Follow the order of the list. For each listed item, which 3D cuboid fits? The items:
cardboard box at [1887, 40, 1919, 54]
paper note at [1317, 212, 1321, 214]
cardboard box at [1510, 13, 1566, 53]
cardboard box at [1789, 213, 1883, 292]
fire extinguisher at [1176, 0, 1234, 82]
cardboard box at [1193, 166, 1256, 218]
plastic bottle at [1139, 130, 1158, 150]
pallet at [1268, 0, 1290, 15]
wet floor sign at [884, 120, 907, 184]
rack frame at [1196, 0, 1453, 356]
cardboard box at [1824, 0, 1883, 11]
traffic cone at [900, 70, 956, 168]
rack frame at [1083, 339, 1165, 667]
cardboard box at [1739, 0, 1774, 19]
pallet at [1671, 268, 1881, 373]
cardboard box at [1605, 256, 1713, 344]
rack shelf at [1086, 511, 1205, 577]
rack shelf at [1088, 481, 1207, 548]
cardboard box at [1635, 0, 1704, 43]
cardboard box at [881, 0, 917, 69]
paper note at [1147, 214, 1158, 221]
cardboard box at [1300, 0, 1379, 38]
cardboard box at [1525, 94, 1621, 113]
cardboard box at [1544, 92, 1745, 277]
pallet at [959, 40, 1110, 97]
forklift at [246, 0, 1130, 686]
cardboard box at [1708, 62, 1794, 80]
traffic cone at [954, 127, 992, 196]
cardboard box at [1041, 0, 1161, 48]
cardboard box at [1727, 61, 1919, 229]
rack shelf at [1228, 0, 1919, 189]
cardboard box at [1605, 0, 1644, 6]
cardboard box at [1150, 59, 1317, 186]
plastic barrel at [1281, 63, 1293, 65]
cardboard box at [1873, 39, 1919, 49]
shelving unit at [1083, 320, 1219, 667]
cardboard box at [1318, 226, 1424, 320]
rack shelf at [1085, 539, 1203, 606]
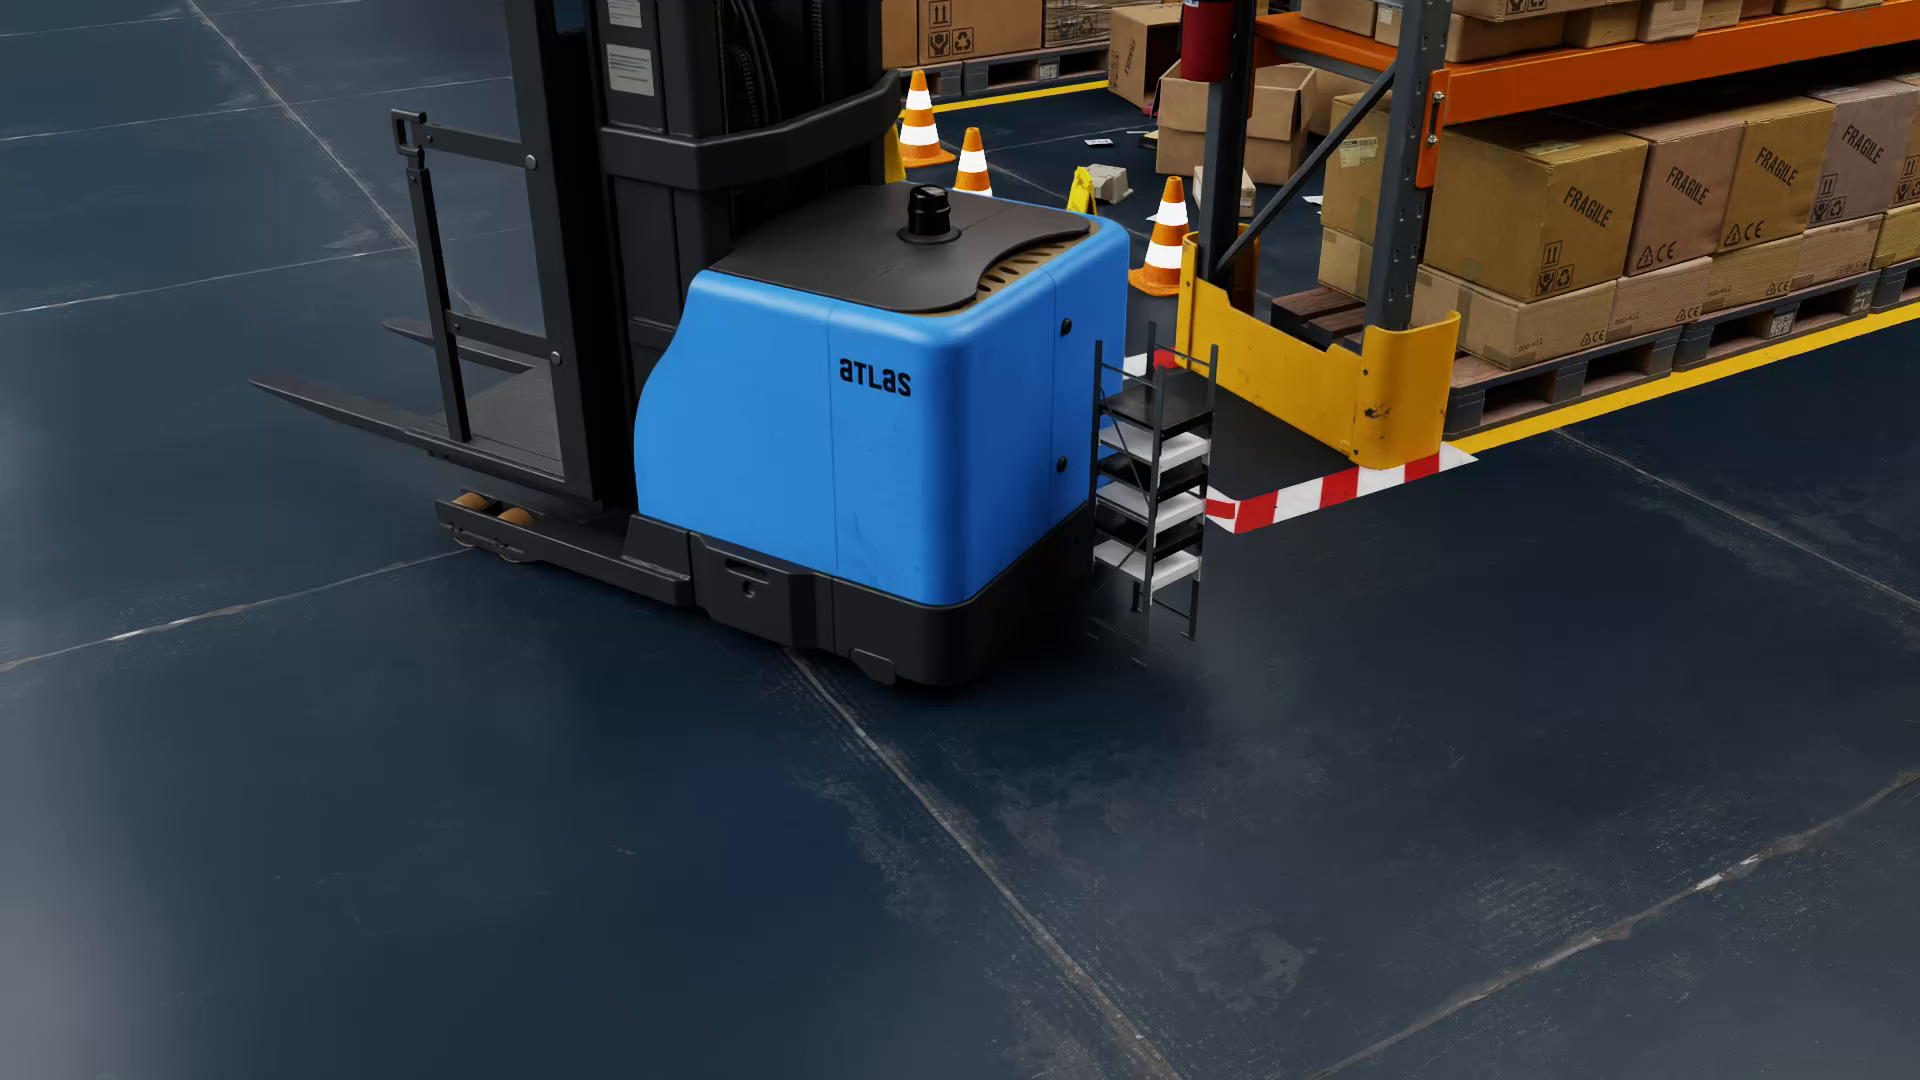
[{"bbox_3d":[4.271,-1.838,7.112,0.500,0.500,0.500,-16,33,-27],"label":"cardboard box"},{"bbox_3d":[1.811,-1.615,8.165,0.123,0.001,0.032,-16,33,-26],"label":"paper note"},{"bbox_3d":[1.805,-1.762,5.599,0.250,0.149,0.380,-15,32,-26],"label":"cardboard box"},{"bbox_3d":[3.377,-1.253,6.827,0.500,0.250,0.500,-15,32,-26],"label":"cardboard box"},{"bbox_3d":[0.864,-1.938,5.737,0.183,0.674,0.296,-16,33,-26],"label":"fire extinguisher"},{"bbox_3d":[1.302,-1.722,8.216,0.250,0.149,0.380,0,29,0],"label":"cardboard box"},{"bbox_3d":[1.126,-2.232,9.231,0.133,0.061,0.283,22,36,34],"label":"plastic bottle"},{"bbox_3d":[2.677,-3.823,11.960,1.213,0.211,1.003,-16,33,-26],"label":"pallet"},{"bbox_3d":[-0.420,-1.982,8.174,0.232,0.644,0.267,-22,36,-35],"label":"wet floor sign"},{"bbox_3d":[1.196,-1.808,5.421,0.127,3.000,1.000,-16,33,-26],"label":"rack frame"},{"bbox_3d":[3.209,-2.093,6.198,0.250,0.149,0.380,-16,32,-26],"label":"cardboard box"},{"bbox_3d":[-0.221,-2.273,8.889,0.334,0.463,0.336,-16,33,-26],"label":"traffic cone"},{"bbox_3d":[0.435,-0.086,4.475,0.006,0.900,0.240,-23,36,-35],"label":"rack frame"},{"bbox_3d":[2.720,-2.003,6.036,0.250,0.149,0.380,-15,32,-25],"label":"cardboard box"},{"bbox_3d":[3.031,-1.086,7.000,1.213,0.211,1.003,-16,33,-26],"label":"pallet"},{"bbox_3d":[2.476,-0.992,6.353,0.500,0.250,0.500,-15,32,-25],"label":"cardboard box"},{"bbox_3d":[0.511,-0.011,4.593,0.200,0.077,0.258,-23,36,-35],"label":"rack shelf"},{"bbox_3d":[0.511,-0.089,4.550,0.200,0.077,0.258,-23,36,-35],"label":"rack shelf"},{"bbox_3d":[2.316,-1.836,5.733,0.250,0.149,0.380,-15,32,-26],"label":"cardboard box"},{"bbox_3d":[-0.847,-3.292,9.875,0.875,0.875,0.875,-16,33,-26],"label":"cardboard box"},{"bbox_3d":[1.003,-1.568,8.060,0.148,0.019,0.142,22,36,34],"label":"paper note"},{"bbox_3d":[1.410,-1.878,5.809,0.250,0.149,0.380,-15,32,-25],"label":"cardboard box"},{"bbox_3d":[2.203,-1.550,6.589,0.500,0.500,0.500,-15,32,-25],"label":"cardboard box"},{"bbox_3d":[2.501,-1.334,6.198,0.500,0.500,0.500,-17,33,-28],"label":"cardboard box"},{"bbox_3d":[0.302,-3.149,10.738,1.213,0.211,1.003,-16,33,-26],"label":"pallet"},{"bbox_3d":[-1.035,-1.411,4.774,3.031,2.935,1.130,16,33,27],"label":"forklift"},{"bbox_3d":[3.096,-1.801,7.044,0.500,0.500,0.500,-14,32,-24],"label":"cardboard box"},{"bbox_3d":[0.058,-1.719,7.885,0.334,0.463,0.336,-16,33,-26],"label":"traffic cone"},{"bbox_3d":[0.697,-3.731,10.670,0.875,0.875,0.875,-16,33,-26],"label":"cardboard box"},{"bbox_3d":[3.394,-1.588,6.658,0.500,0.500,0.500,-14,32,-24],"label":"cardboard box"},{"bbox_3d":[2.921,-1.982,6.482,4.000,0.370,1.077,-16,33,-26],"label":"rack shelf"},{"bbox_3d":[2.190,-2.110,5.558,0.500,0.500,0.500,-15,32,-25],"label":"cardboard box"},{"bbox_3d":[1.428,-2.199,8.714,0.797,0.503,0.637,10,30,17],"label":"cardboard box"},{"bbox_3d":[1.849,-2.779,9.848,0.421,0.421,0.512,5,29,8],"label":"plastic barrel"},{"bbox_3d":[4.000,-2.063,7.519,0.500,0.500,0.500,-14,32,-24],"label":"cardboard box"},{"bbox_3d":[0.511,-0.119,4.533,0.210,0.900,0.258,-23,36,-35],"label":"shelving unit"},{"bbox_3d":[1.778,-1.103,6.556,0.500,0.250,0.500,-16,33,-27],"label":"cardboard box"},{"bbox_3d":[0.511,0.068,4.637,0.200,0.077,0.258,-23,36,-35],"label":"rack shelf"}]
